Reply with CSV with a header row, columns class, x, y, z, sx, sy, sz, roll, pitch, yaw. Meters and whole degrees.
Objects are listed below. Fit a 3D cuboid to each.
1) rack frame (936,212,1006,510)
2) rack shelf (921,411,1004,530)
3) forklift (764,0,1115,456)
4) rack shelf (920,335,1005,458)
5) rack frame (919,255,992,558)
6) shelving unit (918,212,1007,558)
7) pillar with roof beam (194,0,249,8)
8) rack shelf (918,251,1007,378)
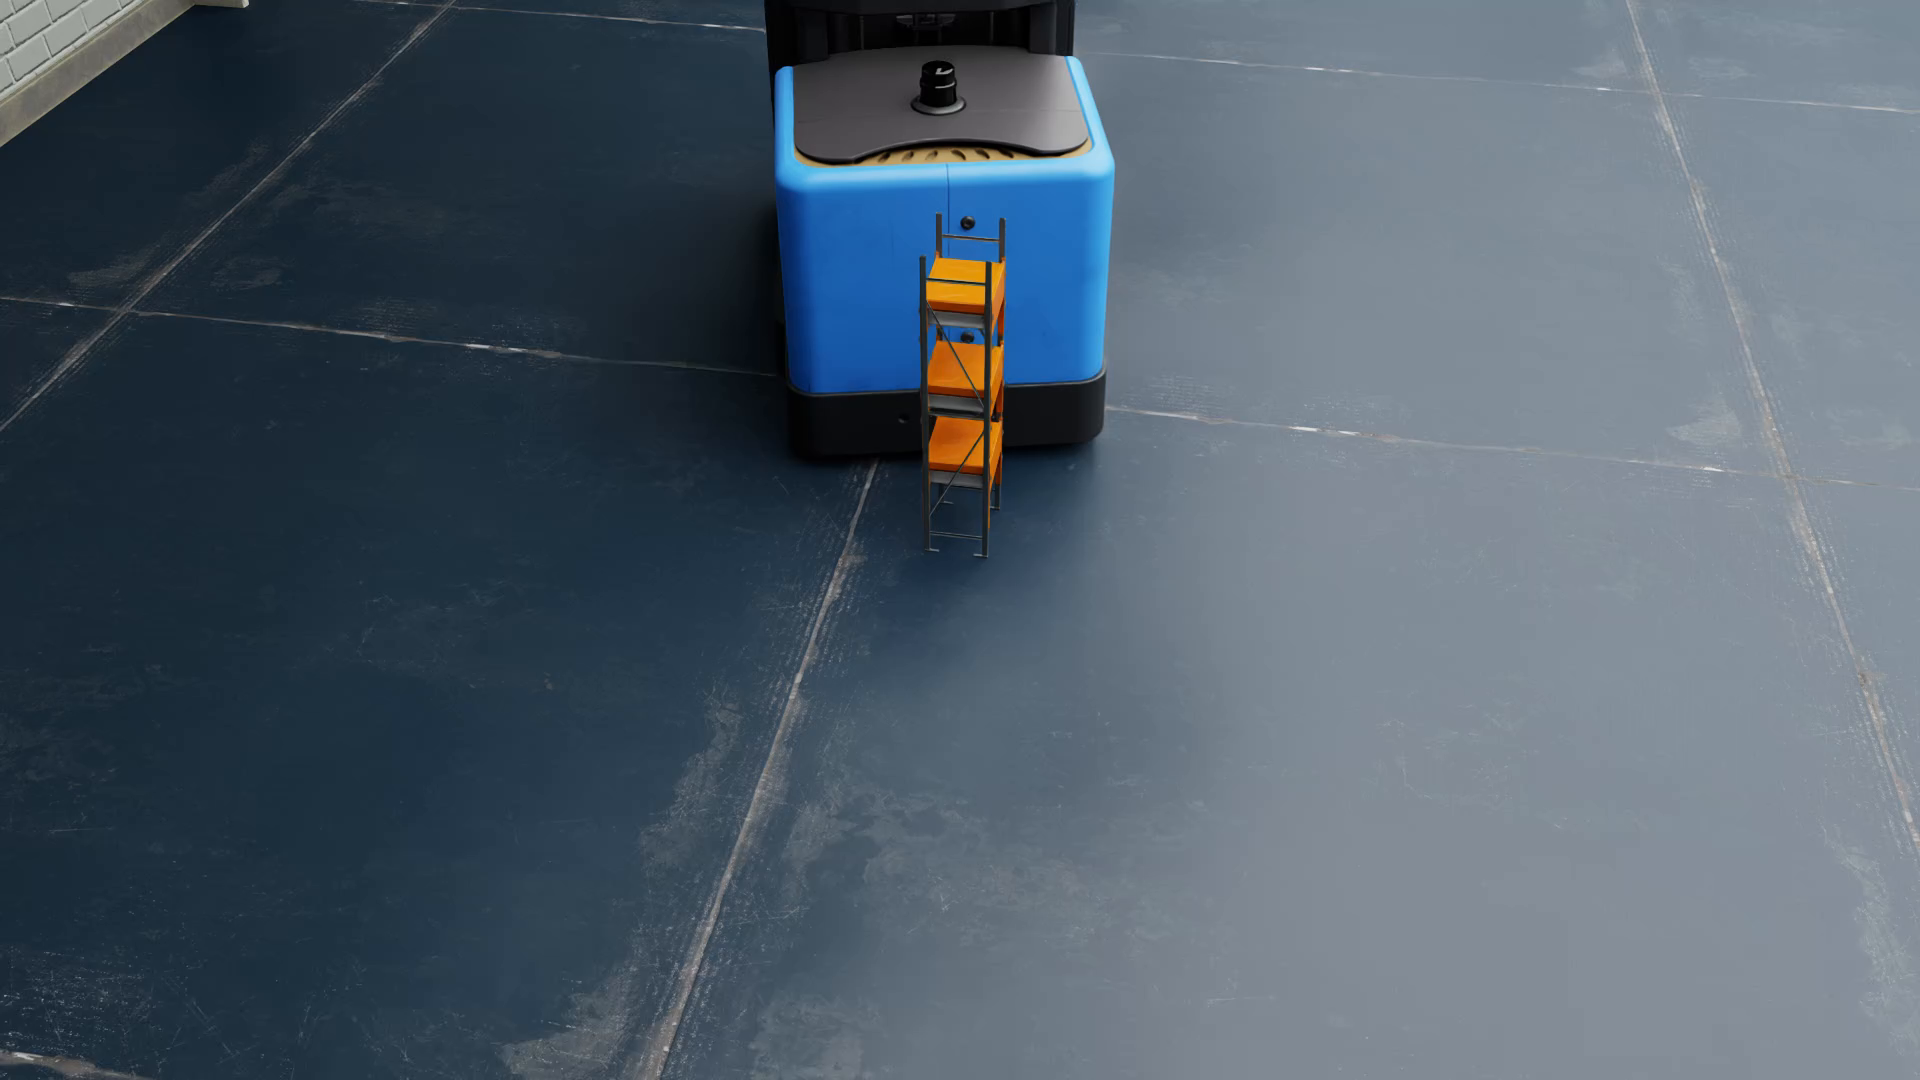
class,x,y,z,sx,sy,sz,roll,pitch,yaw
rack frame,0.030,-0.515,5.049,0.200,1.050,0.008,6,40,8
rack shelf,0.009,-0.216,5.140,0.215,0.259,0.240,6,40,8
forklift,-0.162,-2.334,5.773,1.130,2.935,3.031,-3,40,-4
rack shelf,0.009,-0.430,4.963,0.215,0.259,0.240,6,40,8
rack frame,-0.012,-0.362,4.863,0.200,1.050,0.008,6,40,8
shelving unit,0.009,-0.438,4.956,0.215,1.050,0.252,6,40,8
pillar with roof beam,0.434,-5.876,5.295,9.100,9.000,0.400,6,40,8
rack shelf,0.009,-0.649,4.782,0.215,0.259,0.240,6,40,8
